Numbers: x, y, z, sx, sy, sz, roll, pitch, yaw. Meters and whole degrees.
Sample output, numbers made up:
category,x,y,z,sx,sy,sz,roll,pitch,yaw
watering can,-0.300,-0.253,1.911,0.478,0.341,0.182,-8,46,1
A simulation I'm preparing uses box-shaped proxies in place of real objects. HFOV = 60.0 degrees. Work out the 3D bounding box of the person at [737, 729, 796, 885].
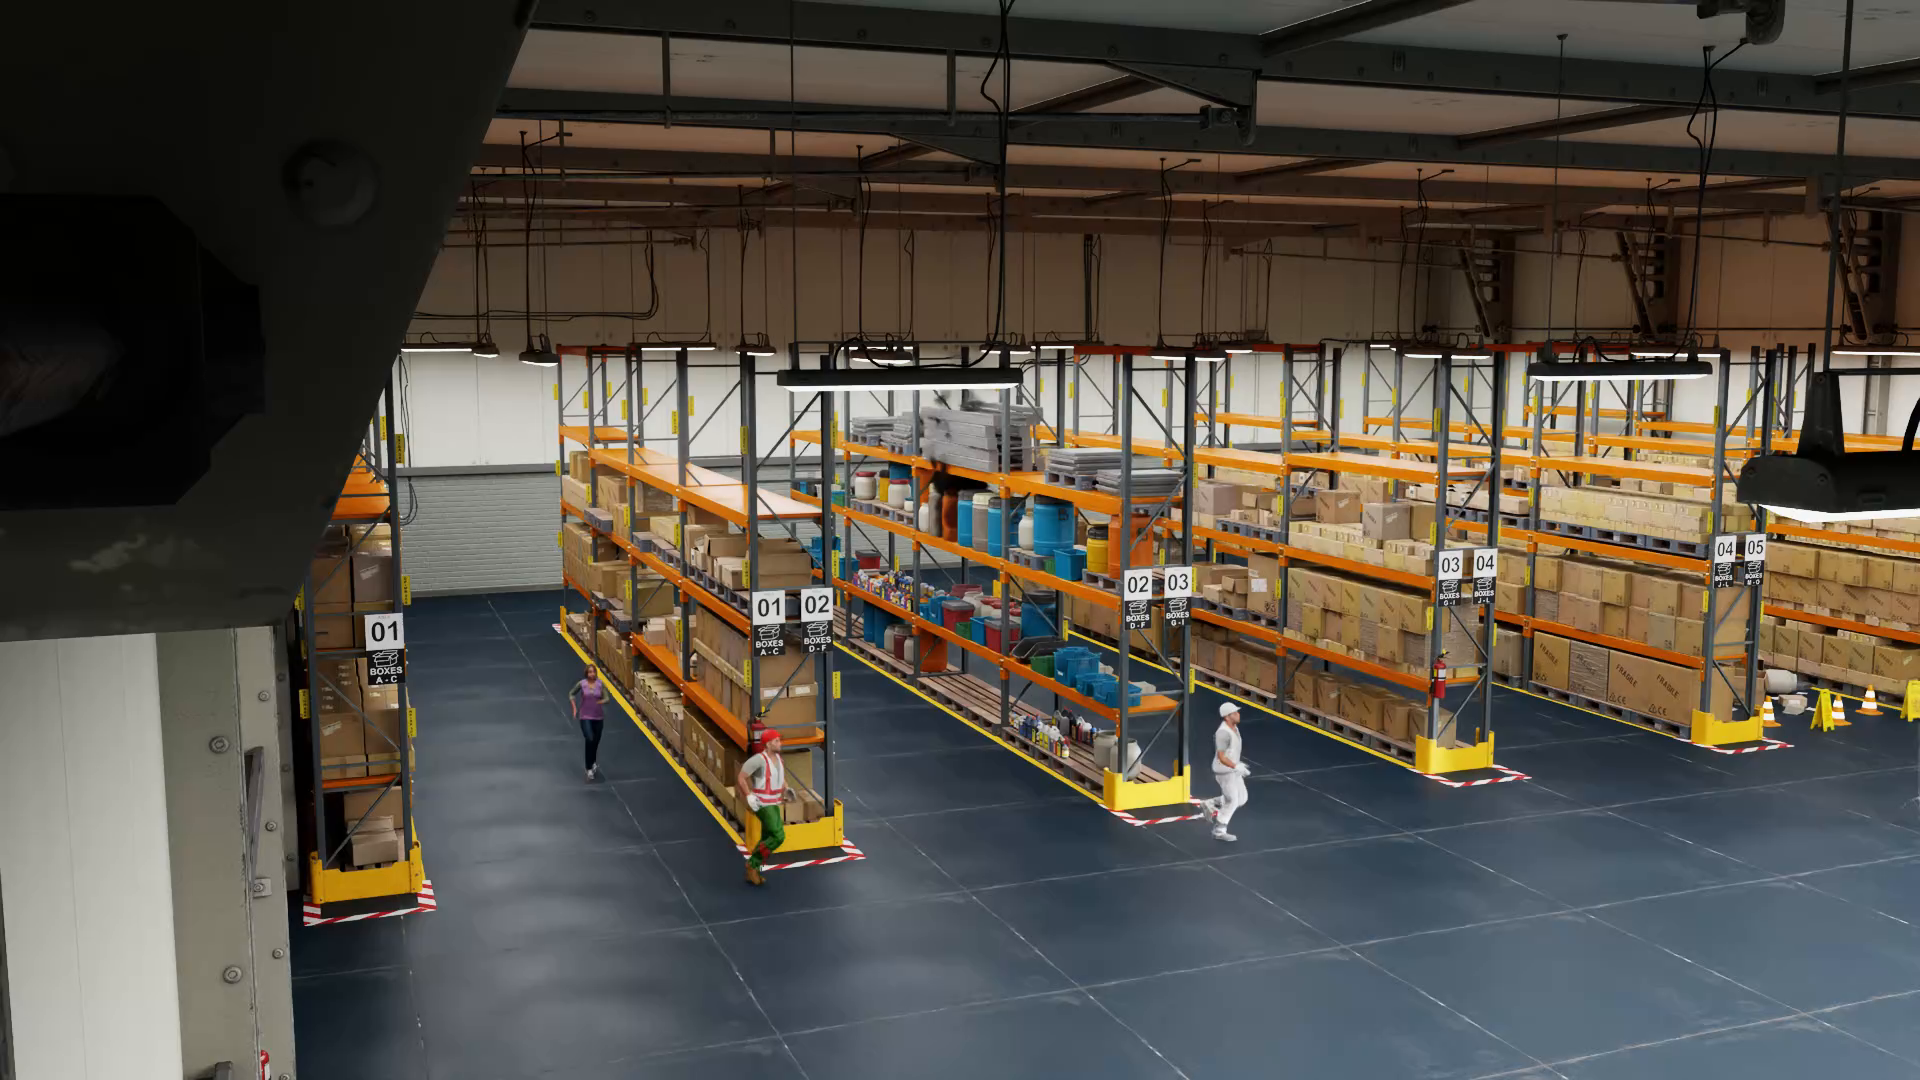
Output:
category,x,y,z,sx,sy,sz,roll,pitch,yaw
person,-2.169,3.044,19.097,0.582,1.729,0.703,3,8,21

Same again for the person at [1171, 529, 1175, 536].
category,x,y,z,sx,sy,sz,roll,pitch,yaw
person,4.825,0.596,38.587,0.625,1.717,0.853,-2,7,-14

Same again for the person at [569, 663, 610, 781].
category,x,y,z,sx,sy,sz,roll,pitch,yaw
person,-5.219,2.558,23.523,0.503,1.644,0.710,-4,8,-28

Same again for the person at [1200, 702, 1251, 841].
category,x,y,z,sx,sy,sz,roll,pitch,yaw
person,3.311,2.862,20.630,0.662,1.744,0.685,3,8,21
